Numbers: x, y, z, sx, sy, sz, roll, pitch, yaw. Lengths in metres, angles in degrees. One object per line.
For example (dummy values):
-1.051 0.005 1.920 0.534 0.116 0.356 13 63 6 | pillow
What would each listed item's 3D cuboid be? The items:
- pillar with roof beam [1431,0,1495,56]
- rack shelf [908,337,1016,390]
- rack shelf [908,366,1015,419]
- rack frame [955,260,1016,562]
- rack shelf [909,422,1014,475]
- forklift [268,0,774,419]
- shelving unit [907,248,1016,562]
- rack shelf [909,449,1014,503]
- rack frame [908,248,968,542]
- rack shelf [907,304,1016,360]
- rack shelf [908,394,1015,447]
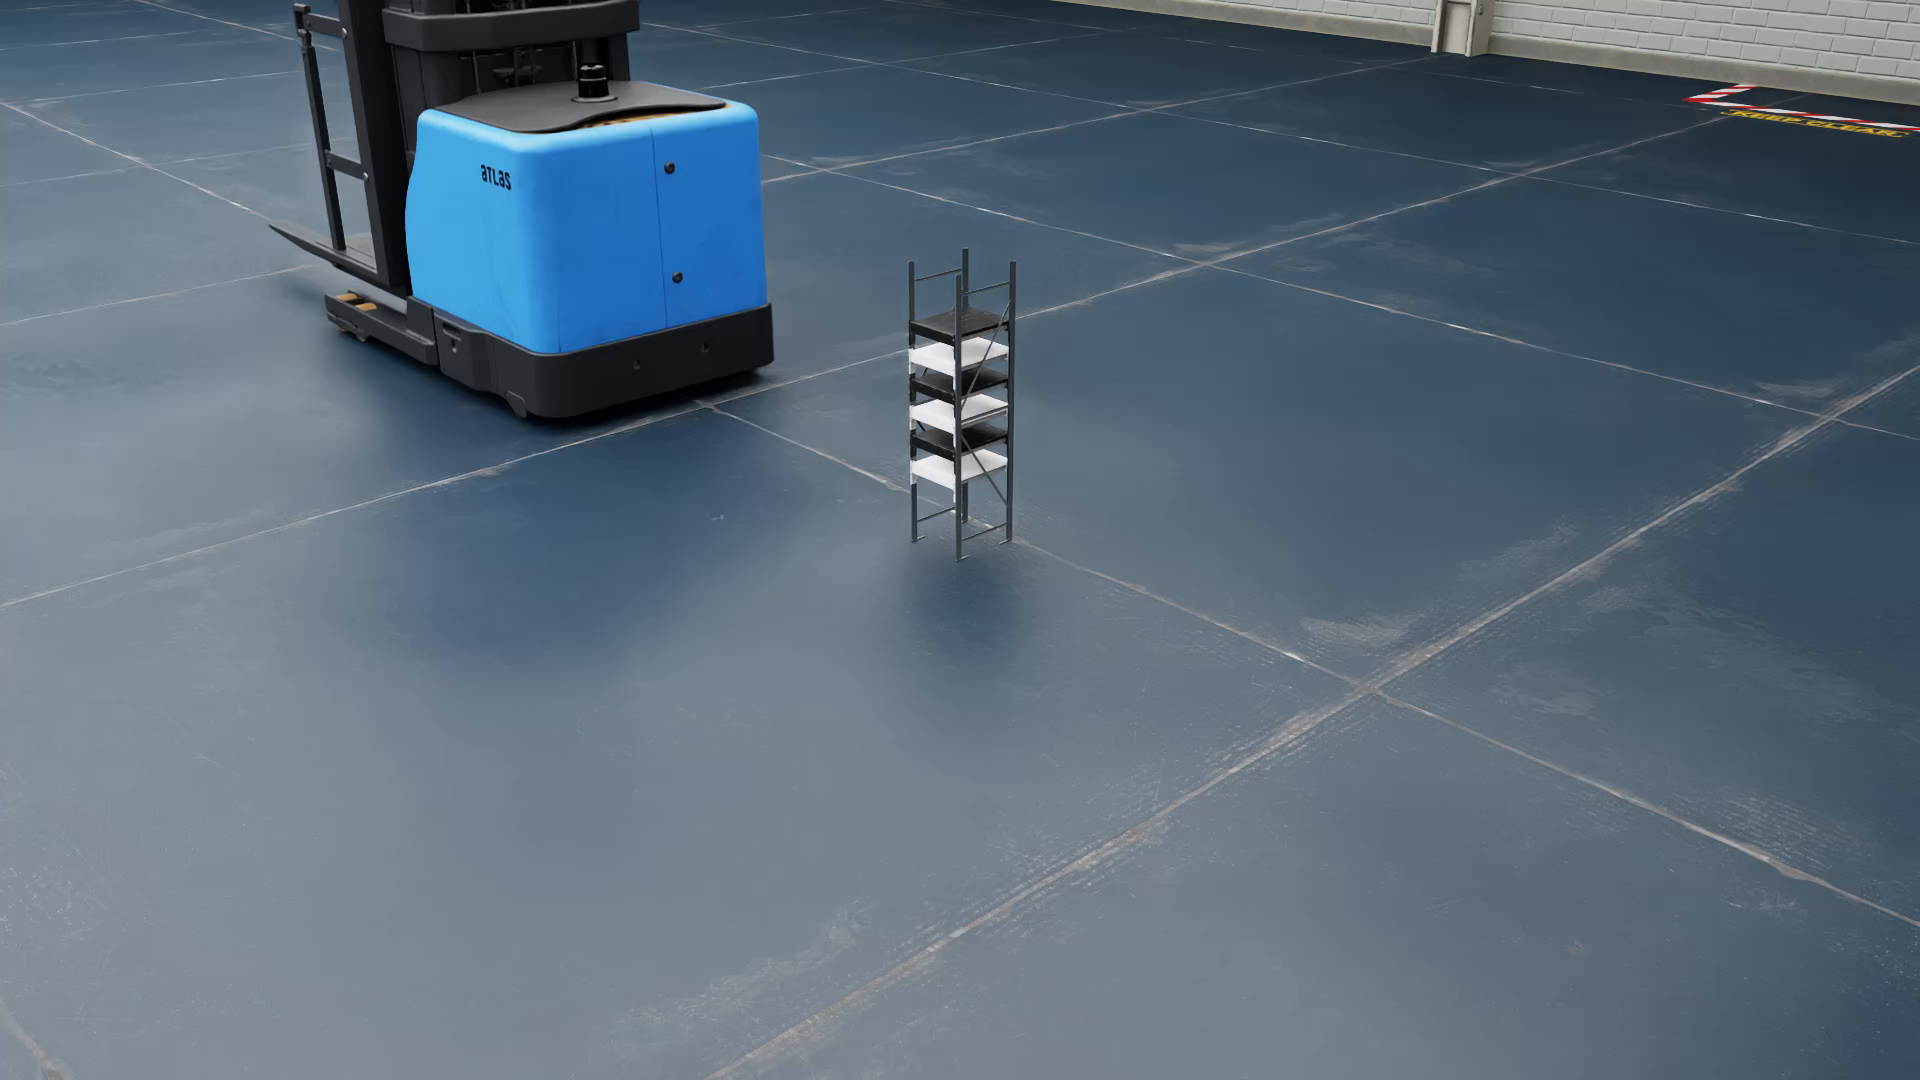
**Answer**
1.275 -7.186 10.159 9.100 9.000 0.400 -21 32 -38 | pillar with roof beam
0.006 -0.540 4.997 0.258 0.077 0.200 -21 32 -38 | rack shelf
0.006 -0.459 5.034 0.258 0.077 0.200 -21 32 -38 | rack shelf
0.075 -0.376 4.990 0.240 0.900 0.006 -21 32 -38 | rack frame
0.006 -0.295 5.109 0.258 0.077 0.200 -21 32 -38 | rack shelf
-2.106 -2.304 6.769 1.130 2.935 3.031 -21 32 -38 | forklift
0.006 -0.407 5.058 0.258 0.900 0.210 -21 32 -38 | shelving unit
0.006 -0.213 5.146 0.258 0.077 0.200 -21 32 -38 | rack shelf
-0.064 -0.438 5.125 0.240 0.900 0.006 -21 32 -38 | rack frame
0.006 -0.622 4.960 0.258 0.077 0.200 -21 32 -38 | rack shelf
0.006 -0.377 5.072 0.258 0.077 0.200 -21 32 -38 | rack shelf
